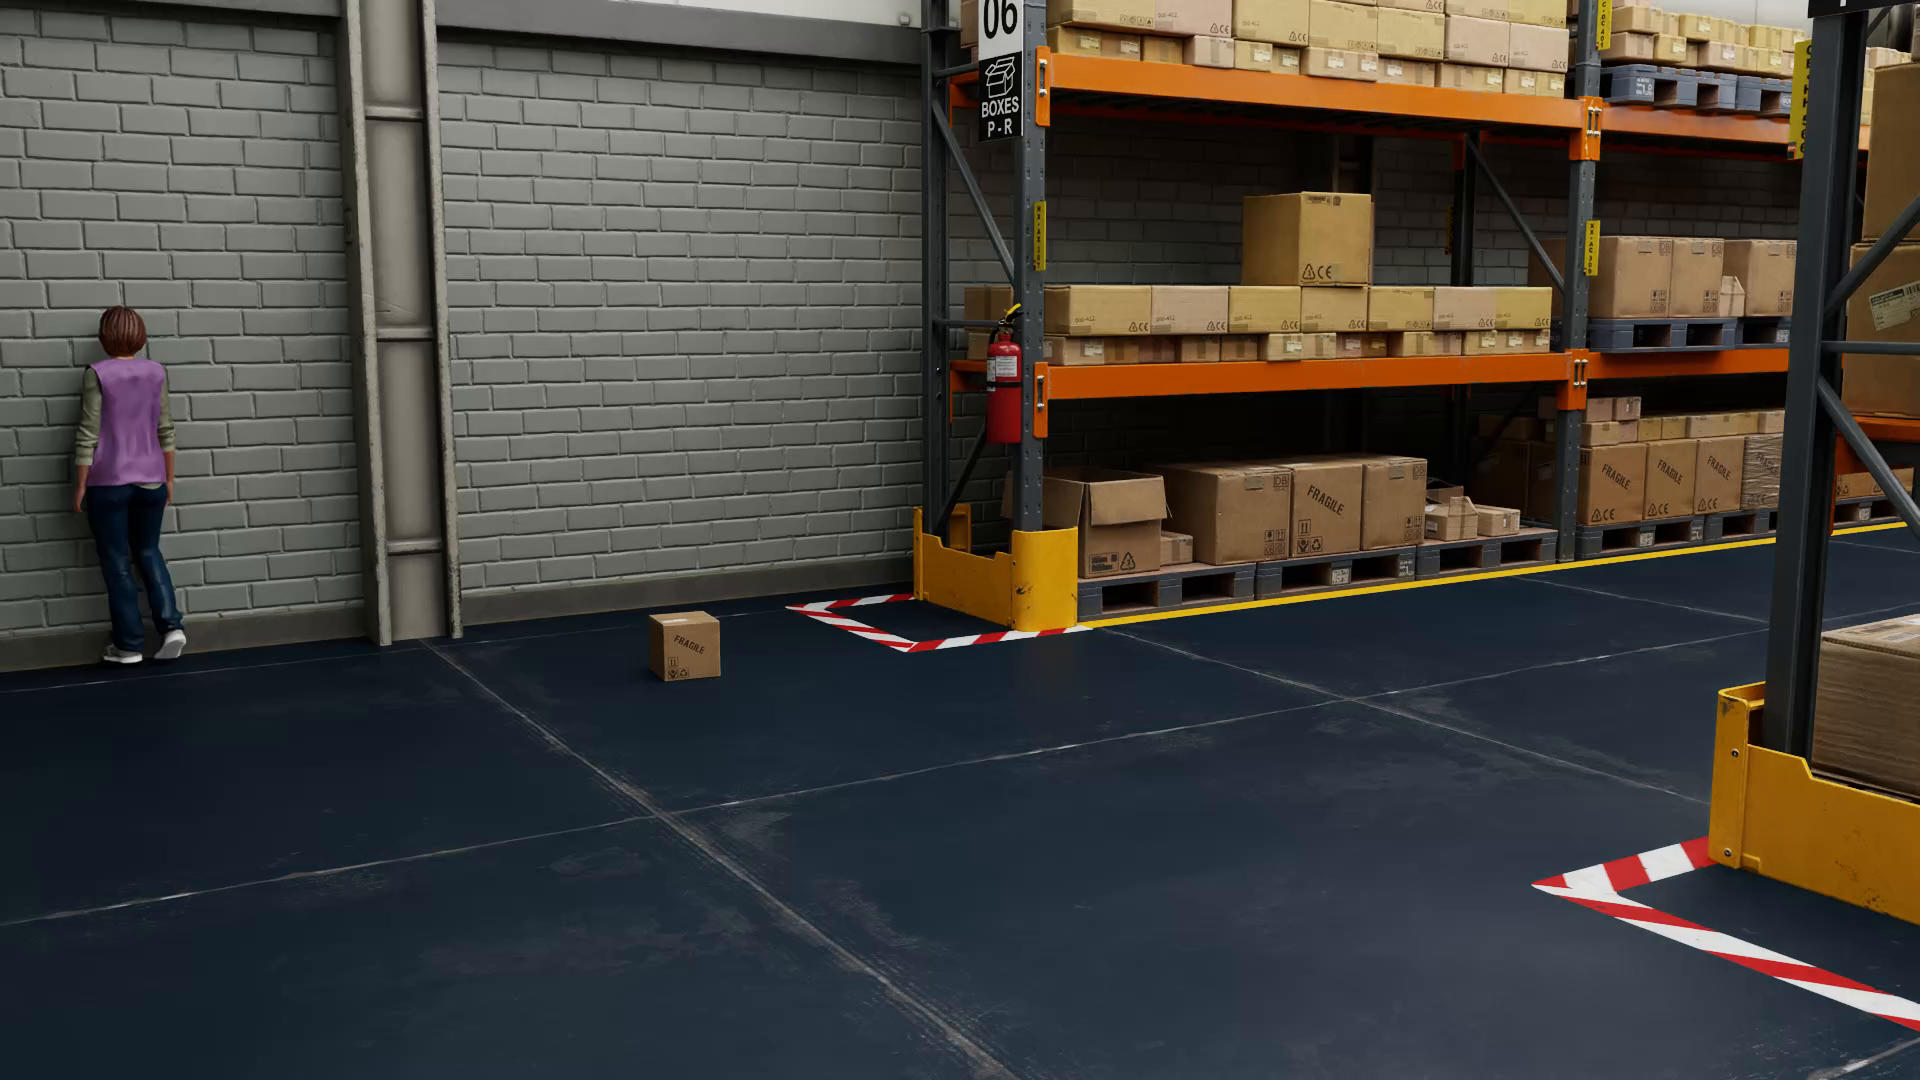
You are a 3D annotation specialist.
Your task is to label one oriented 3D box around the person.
[{"bbox_3d":[-3.735,-0.230,7.459,0.352,1.625,0.418,6,10,36],"label":"person"}]
